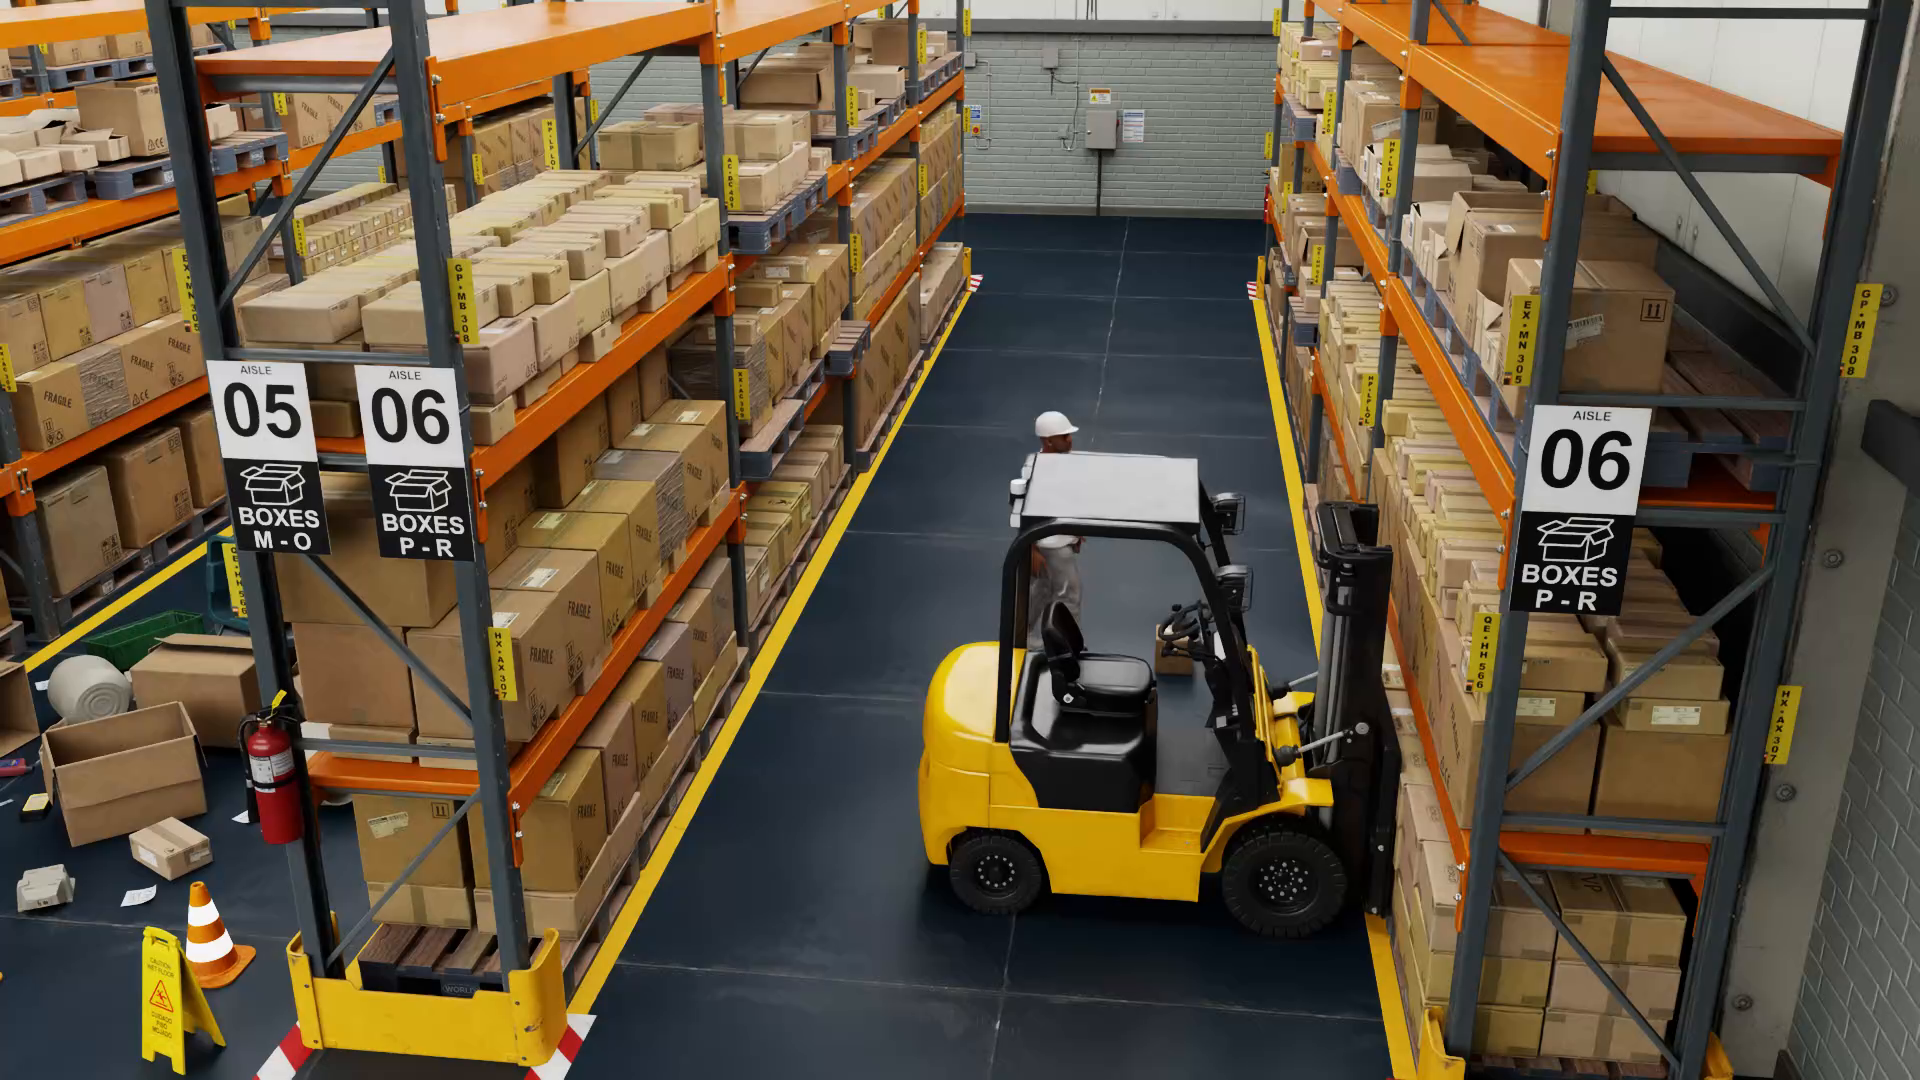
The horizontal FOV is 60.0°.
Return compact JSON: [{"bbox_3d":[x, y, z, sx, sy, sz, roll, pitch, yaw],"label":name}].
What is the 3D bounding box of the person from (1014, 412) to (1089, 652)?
[{"bbox_3d":[0.684,0.000,11.057,0.812,1.758,0.573,8,22,19],"label":"person"}]
